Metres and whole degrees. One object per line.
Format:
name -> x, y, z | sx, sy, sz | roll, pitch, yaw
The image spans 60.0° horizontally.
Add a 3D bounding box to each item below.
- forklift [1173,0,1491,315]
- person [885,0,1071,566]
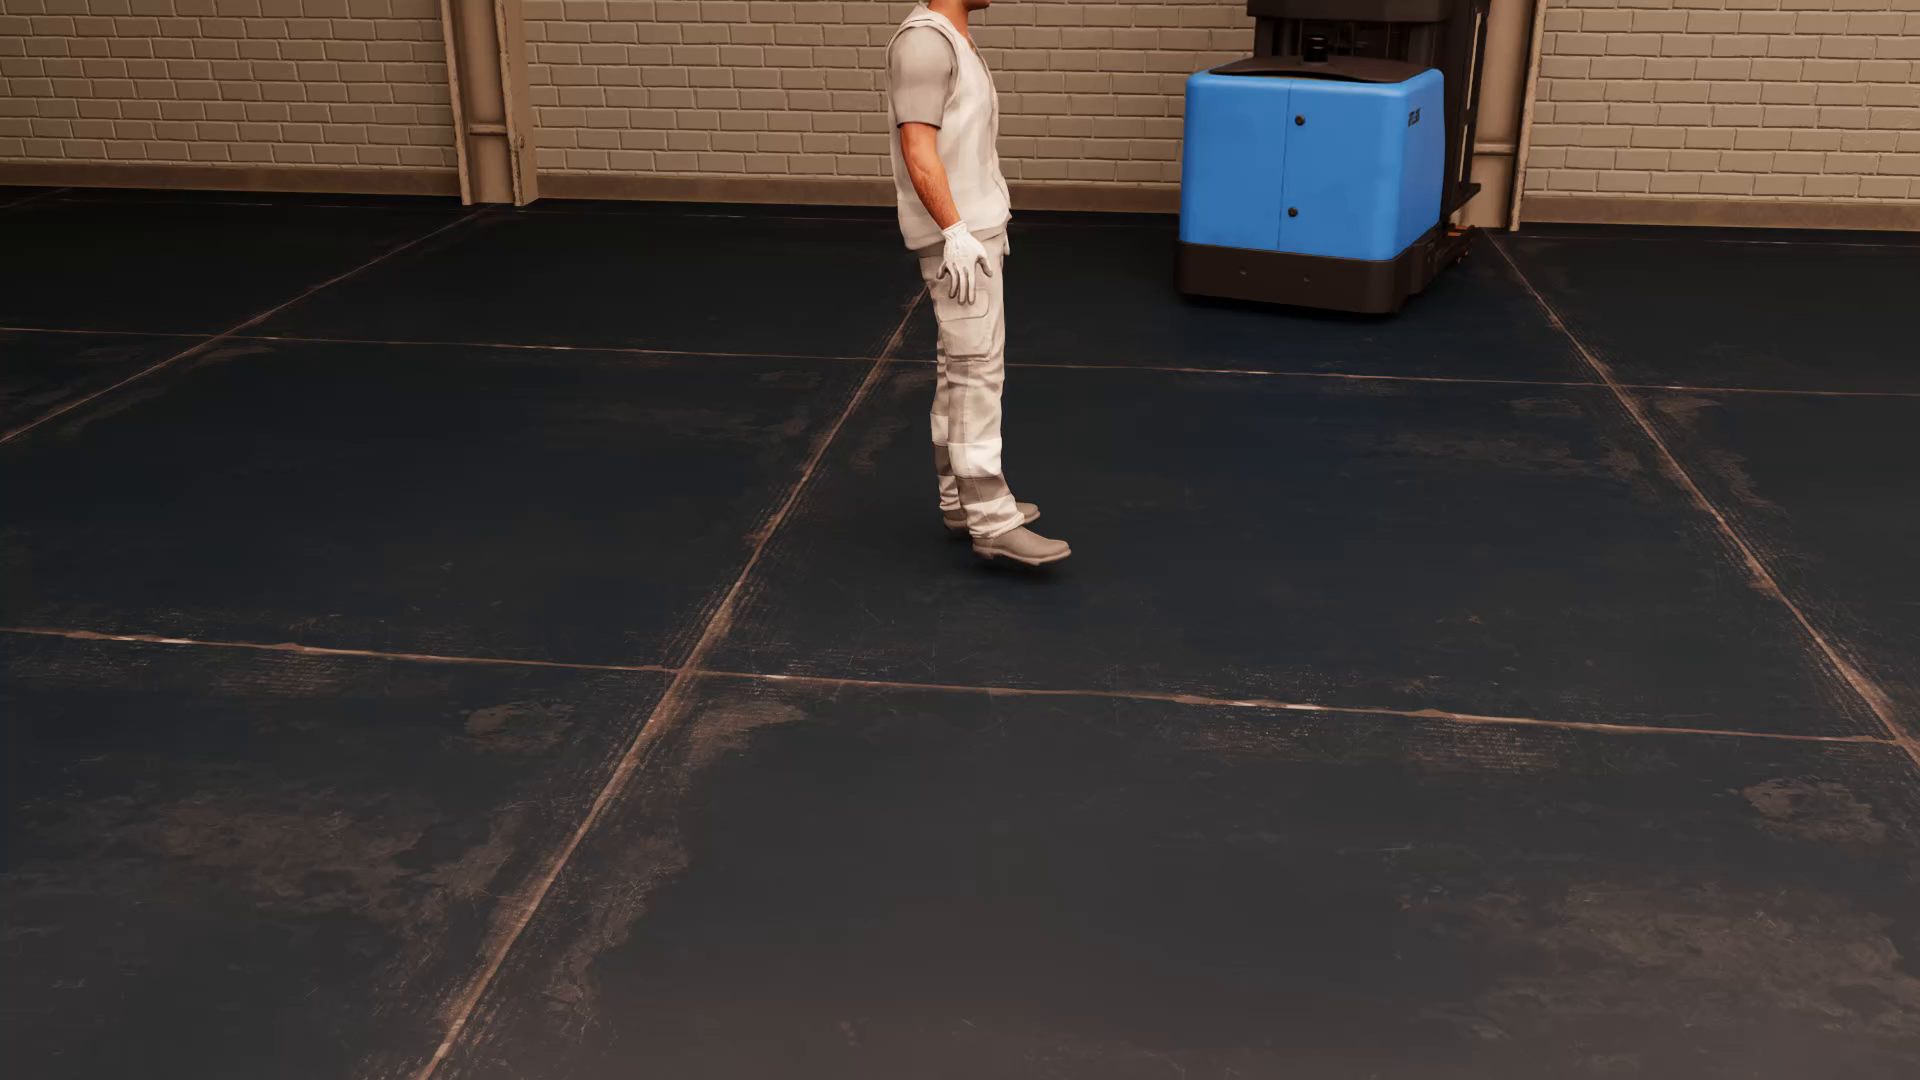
forklift -> 2.134, -2.896, 8.444 | 1.130, 2.935, 3.031 | 11, 24, 25
person -> 0.078, -0.866, 4.805 | 0.561, 1.789, 0.637 | 3, 22, 7
